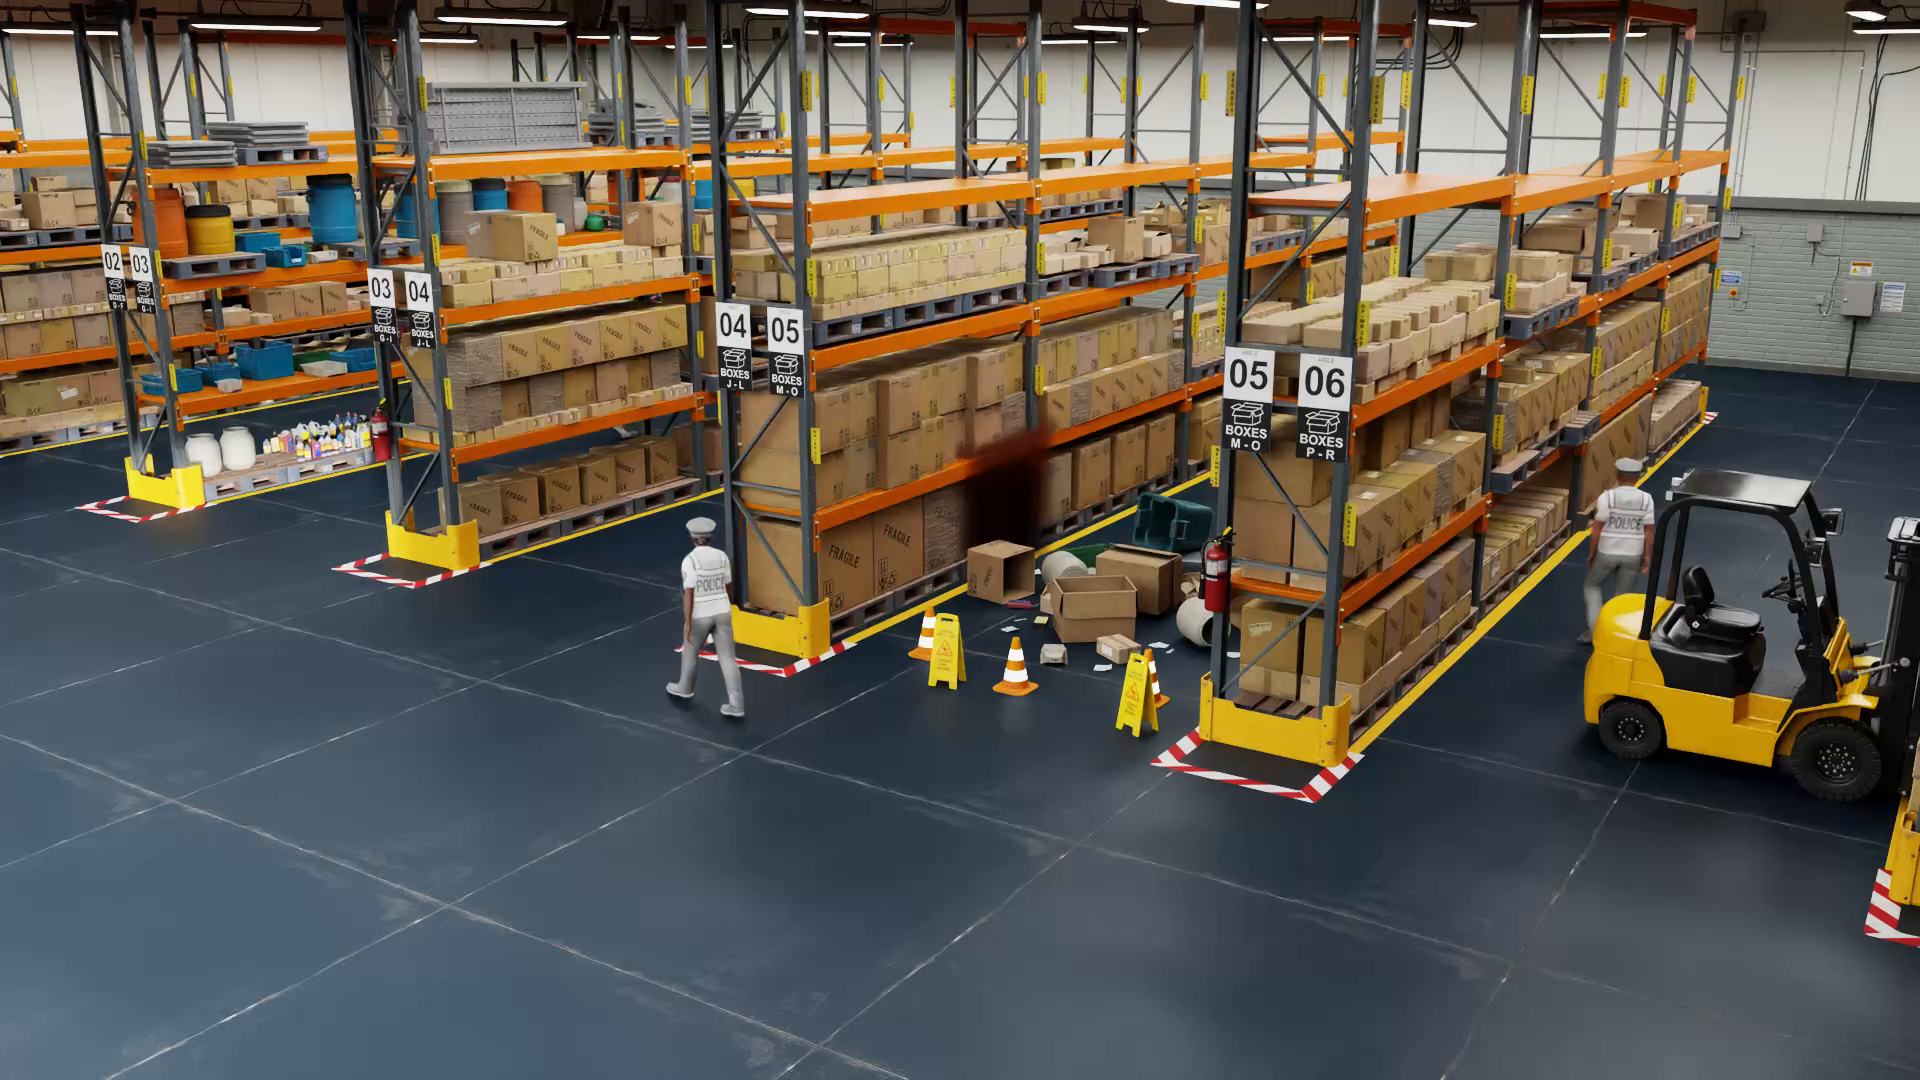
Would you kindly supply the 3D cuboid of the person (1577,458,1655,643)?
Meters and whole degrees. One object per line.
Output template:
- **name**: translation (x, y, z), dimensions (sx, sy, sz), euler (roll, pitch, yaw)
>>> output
- **person**: translation (6.133, 0.146, 15.494), dimensions (0.577, 1.800, 0.408), euler (3, 16, 9)

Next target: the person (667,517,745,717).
- **person**: translation (-2.133, 0.622, 13.898), dimensions (0.520, 1.592, 1.003), euler (-11, 19, -35)

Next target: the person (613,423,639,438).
- **person**: translation (-4.964, -2.375, 24.461), dimensions (0.479, 1.776, 0.566), euler (-8, 18, -27)
